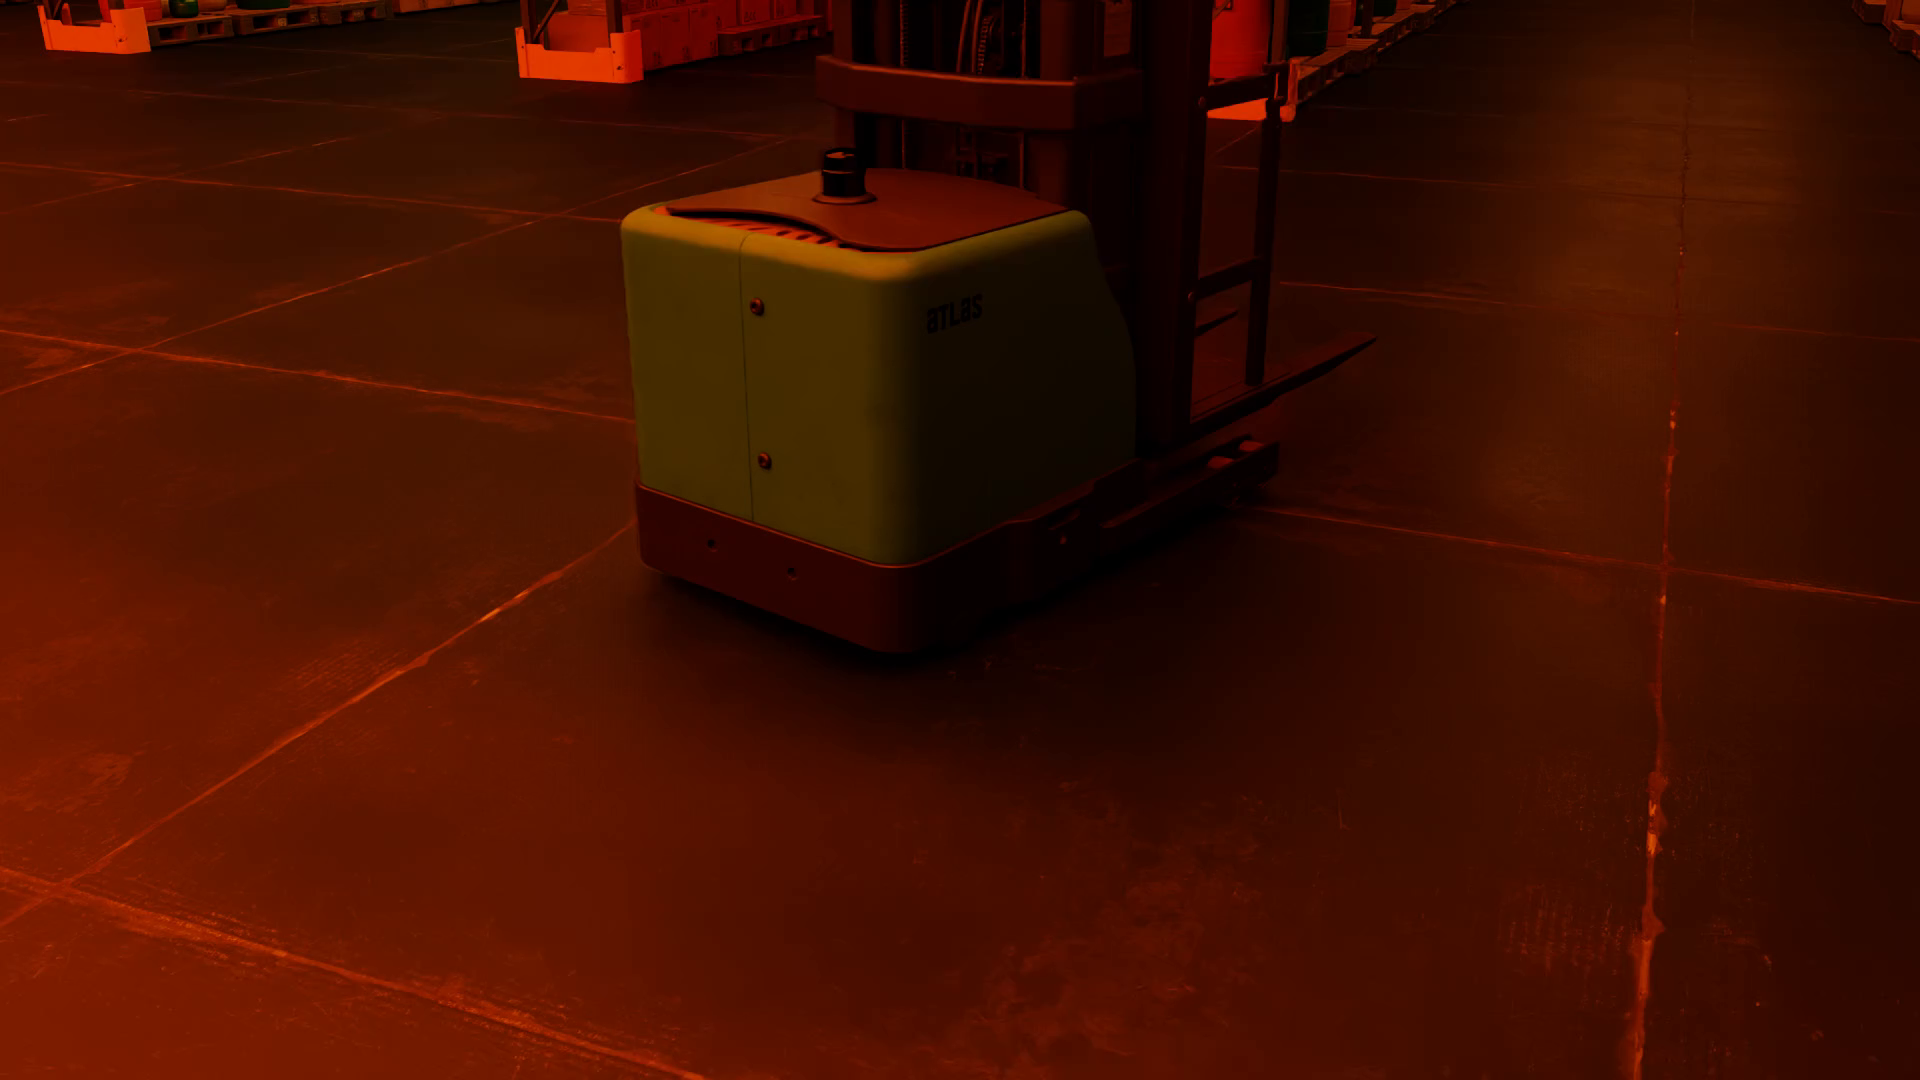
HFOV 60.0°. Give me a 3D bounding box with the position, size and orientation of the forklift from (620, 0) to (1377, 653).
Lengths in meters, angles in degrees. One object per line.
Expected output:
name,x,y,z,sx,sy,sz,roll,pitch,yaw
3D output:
forklift,0.396,-1.562,5.030,1.130,2.935,3.031,17,28,35
